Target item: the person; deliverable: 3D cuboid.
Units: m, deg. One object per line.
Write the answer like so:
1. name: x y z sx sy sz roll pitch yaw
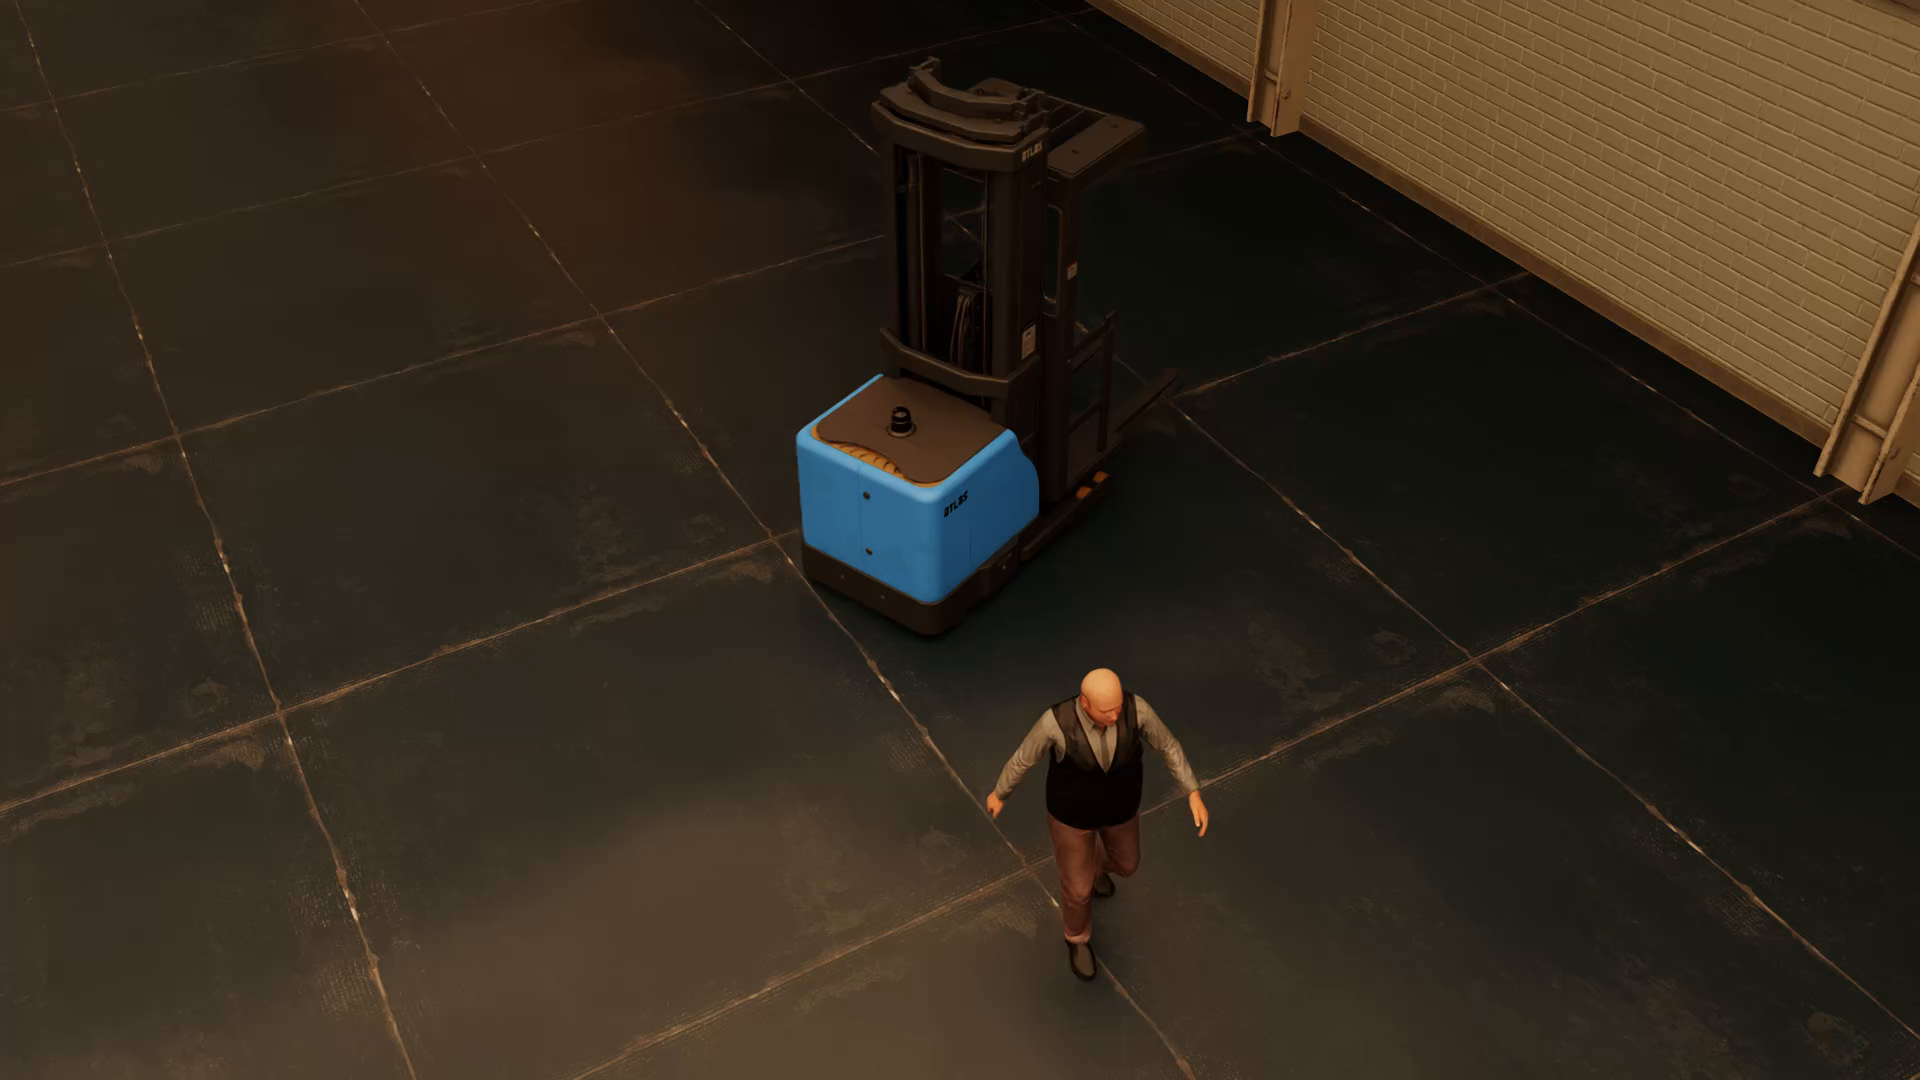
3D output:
1. person: 0.595 1.223 7.533 0.878 1.702 0.702 -11 41 -12

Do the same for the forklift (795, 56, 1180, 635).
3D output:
1. forklift: 0.335 -1.472 9.810 1.130 2.935 3.031 25 46 27
